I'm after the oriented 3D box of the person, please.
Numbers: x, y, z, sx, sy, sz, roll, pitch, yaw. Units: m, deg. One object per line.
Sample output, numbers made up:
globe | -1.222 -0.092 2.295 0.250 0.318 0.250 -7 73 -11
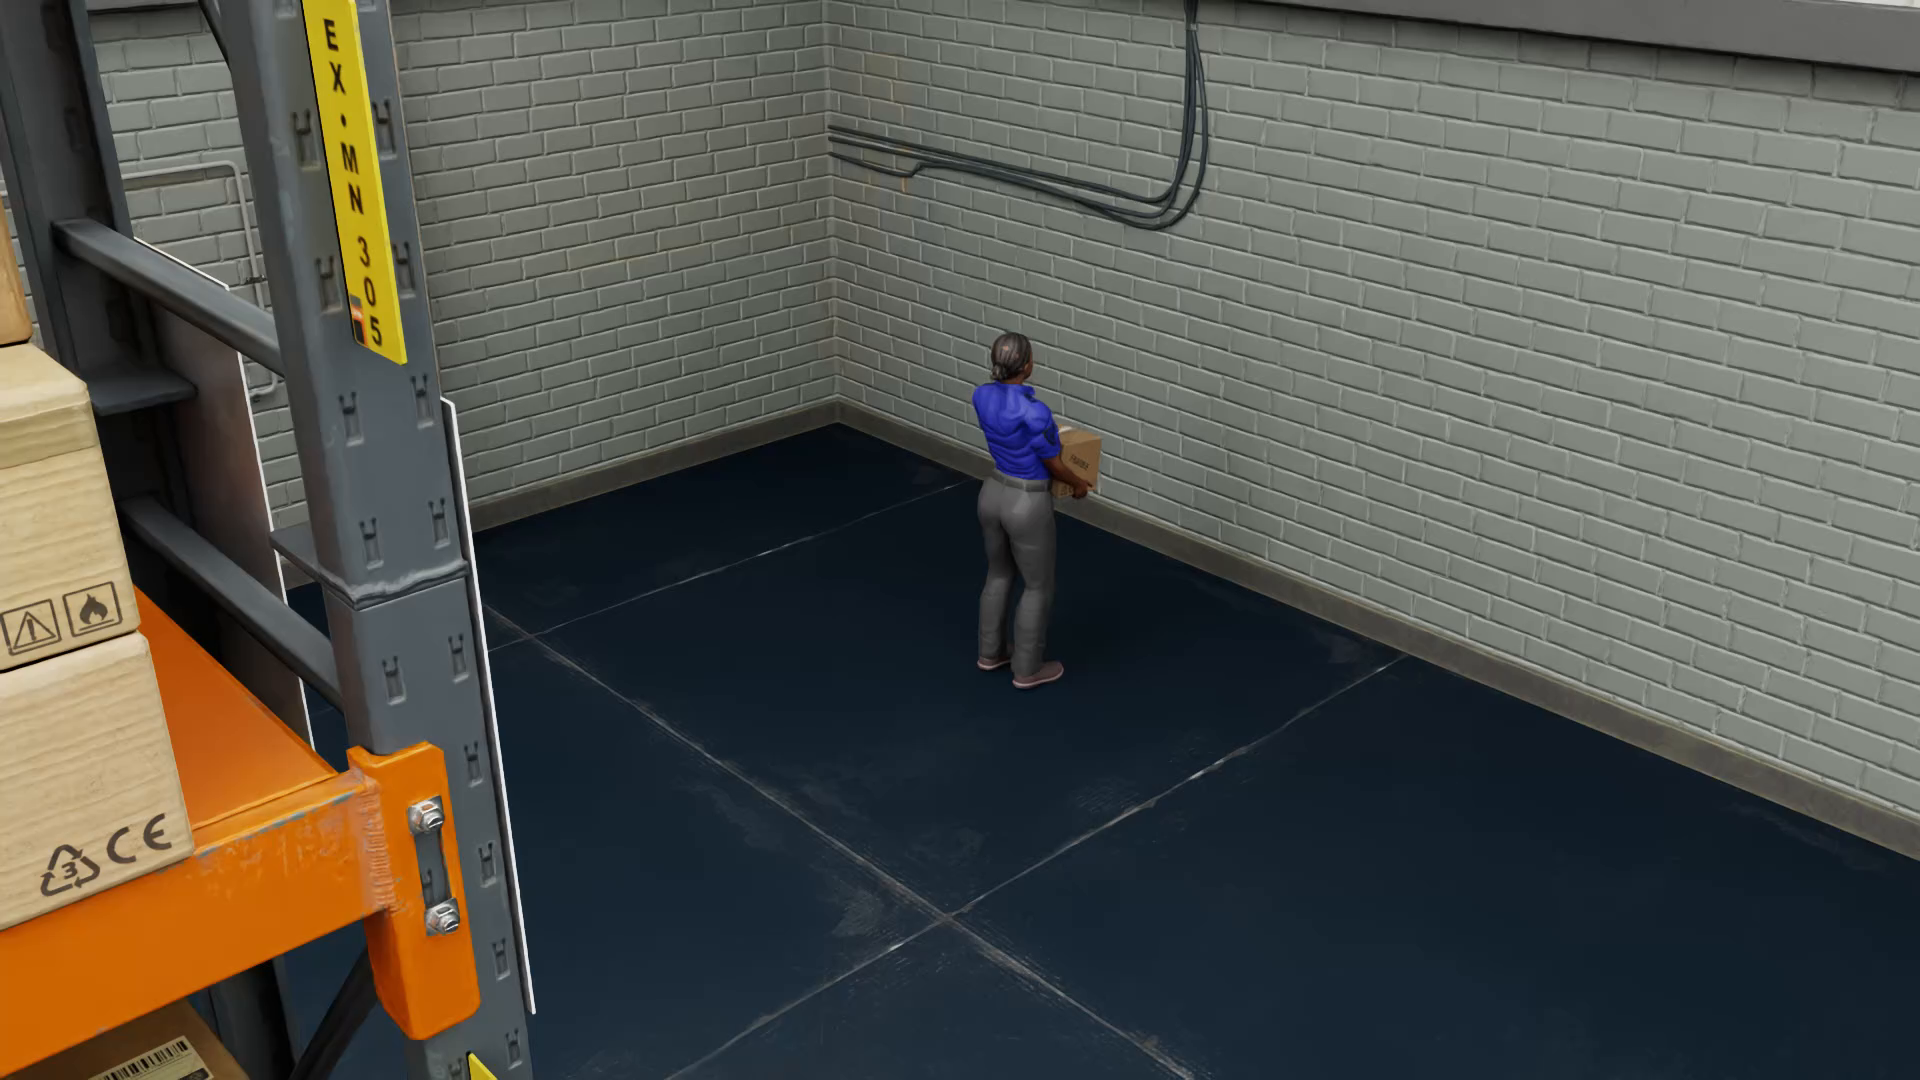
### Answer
person | 0.322 -0.157 7.467 0.503 1.654 0.450 -21 32 -38
